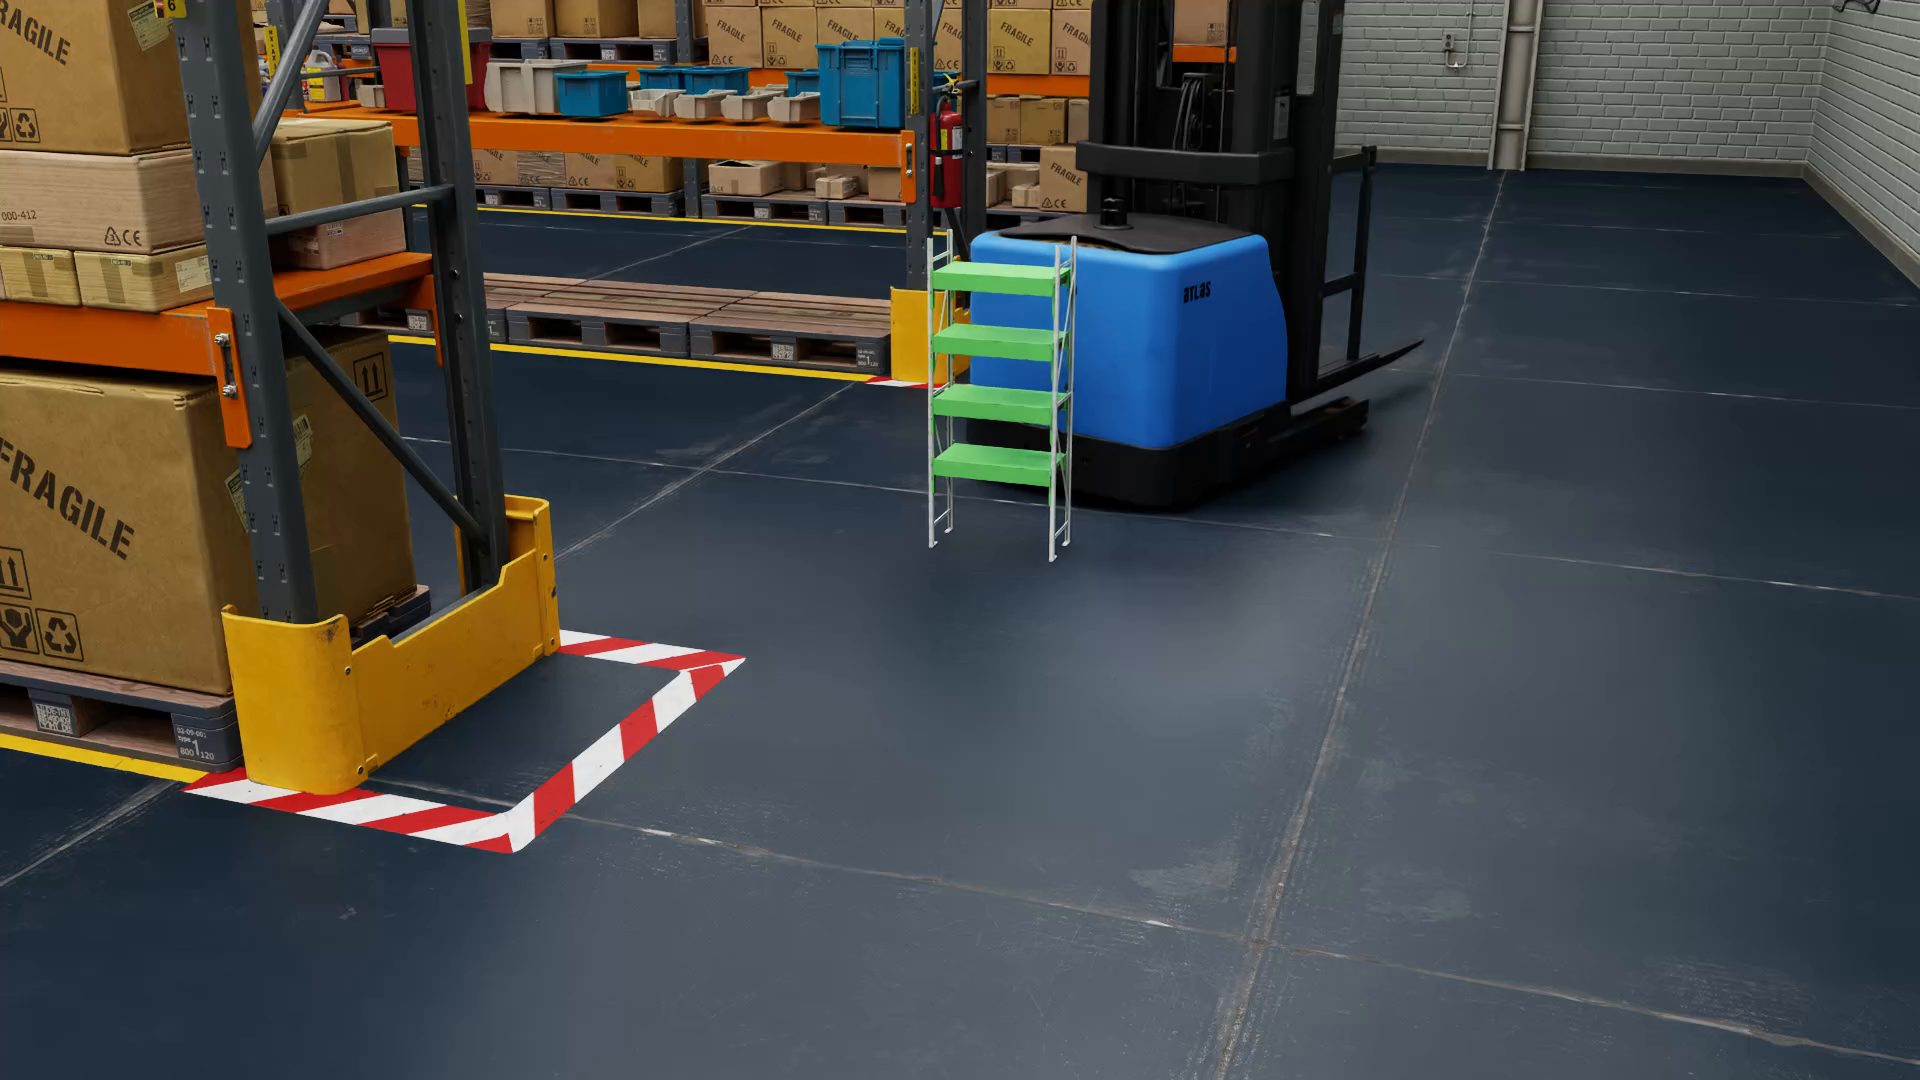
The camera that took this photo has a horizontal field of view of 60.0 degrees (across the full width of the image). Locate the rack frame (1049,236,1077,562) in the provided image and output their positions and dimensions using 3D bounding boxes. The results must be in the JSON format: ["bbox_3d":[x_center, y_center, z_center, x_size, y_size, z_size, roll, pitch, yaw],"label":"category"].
[{"bbox_3d":[0.387,-0.522,6.252,0.015,1.200,0.240,7,20,18],"label":"rack frame"}]

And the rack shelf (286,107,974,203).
[{"bbox_3d":[-1.956,-2.328,9.791,4.000,0.370,1.077,7,20,18],"label":"rack shelf"}]

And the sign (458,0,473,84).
[{"bbox_3d":[-1.504,-1.530,4.972,0.005,0.325,0.100,7,20,18],"label":"sign"}]

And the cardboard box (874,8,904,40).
[{"bbox_3d":[-0.387,-4.167,13.822,0.500,0.500,0.500,6,20,17],"label":"cardboard box"}]

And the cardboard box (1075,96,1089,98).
[{"bbox_3d":[1.476,-5.086,18.783,0.250,0.149,0.380,7,20,19],"label":"cardboard box"}]

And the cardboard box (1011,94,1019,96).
[{"bbox_3d":[0.754,-5.168,19.021,0.250,0.149,0.380,6,20,16],"label":"cardboard box"}]

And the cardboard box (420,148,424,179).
[{"bbox_3d":[-4.690,-3.634,15.574,0.500,0.500,0.500,6,20,17],"label":"cardboard box"}]

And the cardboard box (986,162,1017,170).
[{"bbox_3d":[0.197,-3.156,14.581,0.500,0.250,0.500,7,20,18],"label":"cardboard box"}]

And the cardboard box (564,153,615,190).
[{"bbox_3d":[-3.241,-3.471,15.106,0.500,0.500,0.500,7,20,18],"label":"cardboard box"}]

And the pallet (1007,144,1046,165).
[{"bbox_3d":[1.255,-4.410,18.906,1.213,0.211,1.003,7,20,18],"label":"pallet"}]

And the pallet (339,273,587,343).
[{"bbox_3d":[-3.138,-1.500,10.558,1.213,0.211,1.003,7,20,18],"label":"pallet"}]

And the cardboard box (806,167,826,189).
[{"bbox_3d":[-1.211,-3.290,15.120,0.250,0.149,0.380,7,20,18],"label":"cardboard box"}]

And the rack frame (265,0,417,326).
[{"bbox_3d":[-3.845,-2.884,10.292,0.127,3.000,1.000,7,20,18],"label":"rack frame"}]

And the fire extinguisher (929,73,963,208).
[{"bbox_3d":[-0.073,-2.081,8.674,0.183,0.674,0.296,7,20,18],"label":"fire extinguisher"}]

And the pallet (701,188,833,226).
[{"bbox_3d":[-1.568,-3.032,14.954,1.213,0.211,1.003,7,20,18],"label":"pallet"}]

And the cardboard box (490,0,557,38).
[{"bbox_3d":[-3.905,-4.841,15.116,0.500,0.500,0.700,1,19,4],"label":"cardboard box"}]

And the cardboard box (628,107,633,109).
[{"bbox_3d":[-3.721,-5.459,20.308,0.750,0.750,0.750,6,20,17],"label":"cardboard box"}]

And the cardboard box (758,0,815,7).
[{"bbox_3d":[-1.376,-4.749,13.972,0.500,0.500,0.500,6,20,16],"label":"cardboard box"}]

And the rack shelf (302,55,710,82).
[{"bbox_3d":[-4.105,-4.300,15.447,4.000,0.370,1.077,7,20,18],"label":"rack shelf"}]

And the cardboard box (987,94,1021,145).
[{"bbox_3d":[0.552,-4.814,18.989,0.500,0.500,0.700,6,20,18],"label":"cardboard box"}]

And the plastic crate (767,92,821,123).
[{"bbox_3d":[-0.896,-2.387,9.177,0.243,0.136,0.396,7,20,18],"label":"plastic crate"}]

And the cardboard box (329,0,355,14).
[{"bbox_3d":[-7.681,-7.018,21.331,0.500,0.500,0.700,7,20,18],"label":"cardboard box"}]

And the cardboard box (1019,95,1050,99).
[{"bbox_3d":[0.835,-5.026,18.611,0.250,0.149,0.380,6,20,17],"label":"cardboard box"}]

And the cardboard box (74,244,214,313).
[{"bbox_3d":[-2.137,-0.729,4.492,0.250,0.149,0.380,7,20,19],"label":"cardboard box"}]

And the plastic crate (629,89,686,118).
[{"bbox_3d":[-1.722,-2.472,9.419,0.250,0.136,0.298,7,20,18],"label":"plastic crate"}]

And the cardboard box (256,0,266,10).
[{"bbox_3d":[-8.699,-7.076,21.376,0.500,0.500,0.500,6,20,18],"label":"cardboard box"}]

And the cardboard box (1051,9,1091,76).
[{"bbox_3d":[1.050,-4.002,13.349,0.500,0.500,0.500,7,20,20],"label":"cardboard box"}]

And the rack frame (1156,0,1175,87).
[{"bbox_3d":[1.562,-3.991,13.470,0.127,3.000,1.000,7,20,18],"label":"rack frame"}]

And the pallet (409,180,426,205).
[{"bbox_3d":[-5.302,-3.446,16.142,1.213,0.211,1.003,7,20,18],"label":"pallet"}]

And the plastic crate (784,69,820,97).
[{"bbox_3d":[-0.814,-2.601,9.644,0.300,0.233,0.416,7,20,18],"label":"plastic crate"}]

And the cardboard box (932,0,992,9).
[{"bbox_3d":[0.083,-4.582,13.493,0.500,0.500,0.500,7,20,20],"label":"cardboard box"}]

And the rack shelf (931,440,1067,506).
[{"bbox_3d":[0.156,-0.262,6.427,0.480,0.148,0.258,7,20,18],"label":"rack shelf"}]

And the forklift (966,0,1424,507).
[{"bbox_3d":[1.328,-1.939,7.687,1.130,2.935,3.031,14,24,35],"label":"forklift"}]

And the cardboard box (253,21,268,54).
[{"bbox_3d":[-6.776,-4.970,16.413,0.500,0.311,0.500,6,20,17],"label":"cardboard box"}]

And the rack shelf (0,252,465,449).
[{"bbox_3d":[-3.581,-0.788,5.373,4.000,0.370,1.077,7,20,18],"label":"rack shelf"}]

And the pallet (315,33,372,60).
[{"bbox_3d":[-5.331,-4.713,15.833,1.003,0.211,1.213,7,20,18],"label":"pallet"}]

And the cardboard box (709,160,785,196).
[{"bbox_3d":[-1.891,-3.249,14.756,0.500,0.311,0.500,7,20,18],"label":"cardboard box"}]

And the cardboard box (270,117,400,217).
[{"bbox_3d":[-2.057,-1.117,5.000,0.500,0.250,0.500,6,20,17],"label":"cardboard box"}]

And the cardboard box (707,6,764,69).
[{"bbox_3d":[-1.824,-4.331,14.292,0.500,0.500,0.500,7,20,19],"label":"cardboard box"}]

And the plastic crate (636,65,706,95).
[{"bbox_3d":[-1.719,-2.705,9.941,0.300,0.233,0.416,7,20,18],"label":"plastic crate"}]

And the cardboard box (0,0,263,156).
[{"bbox_3d":[-2.239,-1.306,4.403,0.500,0.500,0.500,7,20,19],"label":"cardboard box"}]

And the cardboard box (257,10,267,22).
[{"bbox_3d":[-8.698,-6.724,21.506,0.500,0.250,0.500,7,20,18],"label":"cardboard box"}]

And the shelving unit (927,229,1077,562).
[{"bbox_3d":[0.156,-0.549,6.327,0.503,1.200,0.258,7,20,18],"label":"shelving unit"}]

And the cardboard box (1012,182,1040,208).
[{"bbox_3d":[0.615,-2.915,14.018,0.250,0.166,0.380,7,20,18],"label":"cardboard box"}]

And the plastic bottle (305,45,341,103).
[{"bbox_3d":[-4.109,-3.004,10.711,0.185,0.351,0.144,7,20,18],"label":"plastic bottle"}]

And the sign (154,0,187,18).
[{"bbox_3d":[-1.883,-1.403,3.925,0.005,0.325,0.100,7,20,18],"label":"sign"}]

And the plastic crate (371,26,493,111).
[{"bbox_3d":[-3.084,-2.768,9.771,0.583,0.464,0.402,7,20,18],"label":"plastic crate"}]

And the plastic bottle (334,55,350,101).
[{"bbox_3d":[-4.052,-3.001,10.805,0.133,0.283,0.061,7,20,18],"label":"plastic bottle"}]

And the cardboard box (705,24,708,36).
[{"bbox_3d":[-2.913,-6.049,19.724,0.250,0.149,0.380,7,20,19],"label":"cardboard box"}]

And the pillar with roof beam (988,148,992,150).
[{"bbox_3d":[-1.062,-7.652,14.856,0.400,9.000,9.100,7,20,18],"label":"pillar with roof beam"}]

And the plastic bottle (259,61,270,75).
[{"bbox_3d":[-4.503,-3.033,10.909,0.135,0.276,0.152,7,20,18],"label":"plastic bottle"}]
